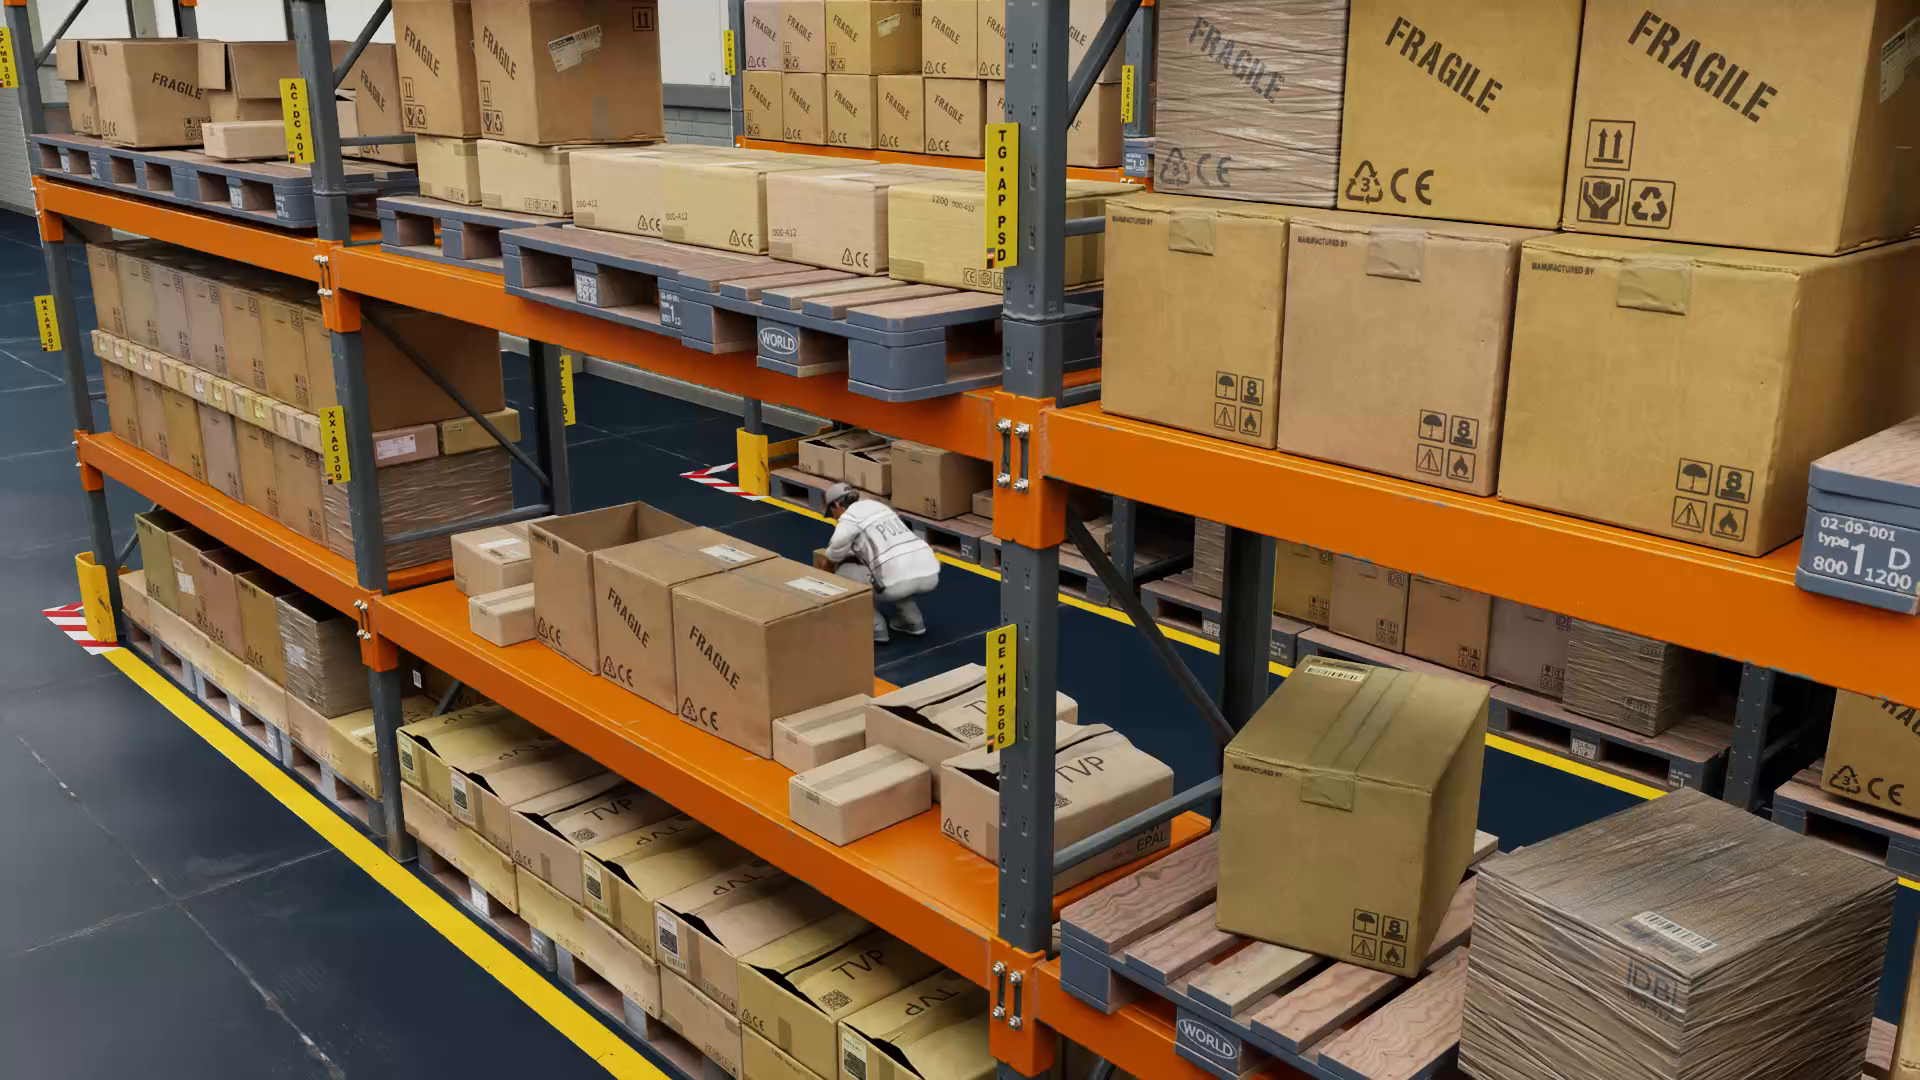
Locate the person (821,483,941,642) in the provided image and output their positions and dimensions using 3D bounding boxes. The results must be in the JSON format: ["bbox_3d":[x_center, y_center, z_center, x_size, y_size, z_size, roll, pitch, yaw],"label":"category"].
[{"bbox_3d":[-0.524,0.141,10.344,0.536,0.930,0.852,-16,23,-41],"label":"person"}]
